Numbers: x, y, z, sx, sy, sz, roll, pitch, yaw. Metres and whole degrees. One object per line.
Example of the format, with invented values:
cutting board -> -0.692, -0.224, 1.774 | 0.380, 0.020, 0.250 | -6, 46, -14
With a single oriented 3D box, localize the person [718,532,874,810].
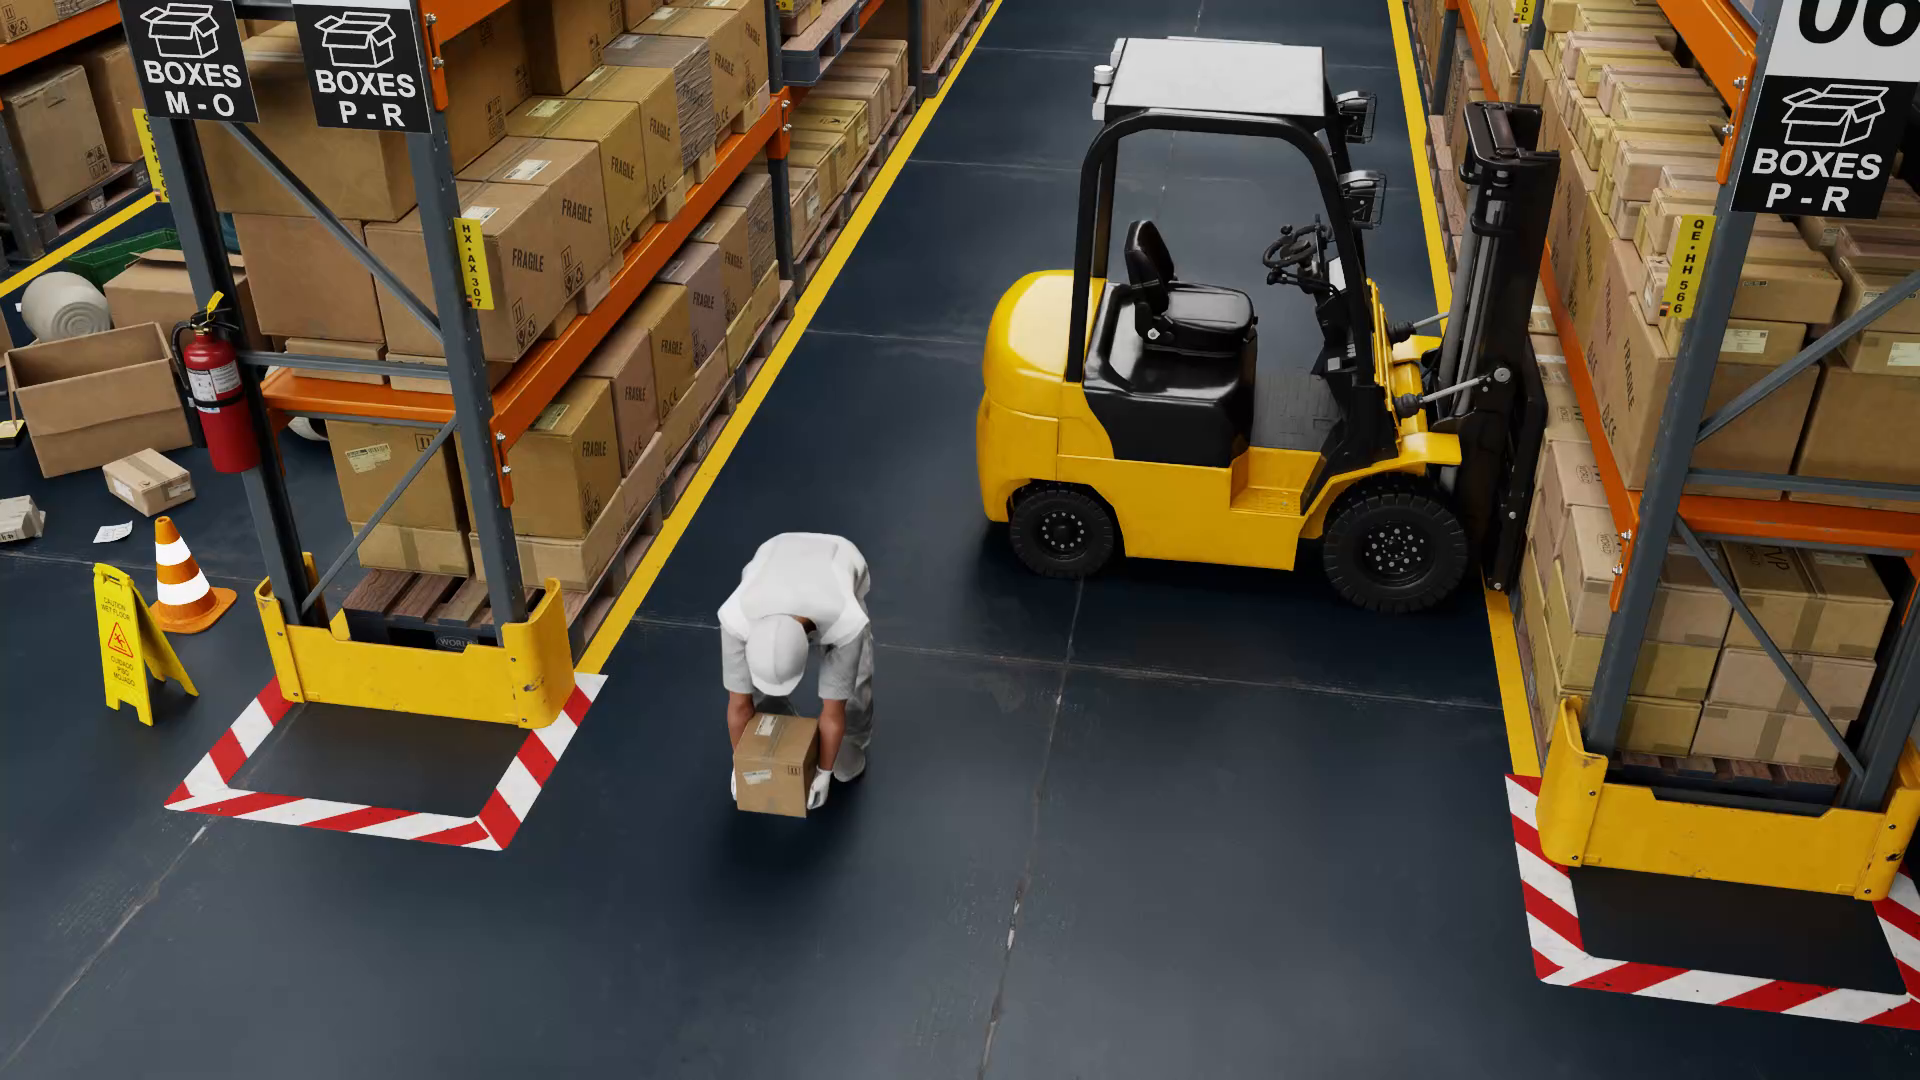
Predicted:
person -> -0.578, 0.501, 6.050 | 0.522, 1.007, 0.954 | 4, 32, 6
